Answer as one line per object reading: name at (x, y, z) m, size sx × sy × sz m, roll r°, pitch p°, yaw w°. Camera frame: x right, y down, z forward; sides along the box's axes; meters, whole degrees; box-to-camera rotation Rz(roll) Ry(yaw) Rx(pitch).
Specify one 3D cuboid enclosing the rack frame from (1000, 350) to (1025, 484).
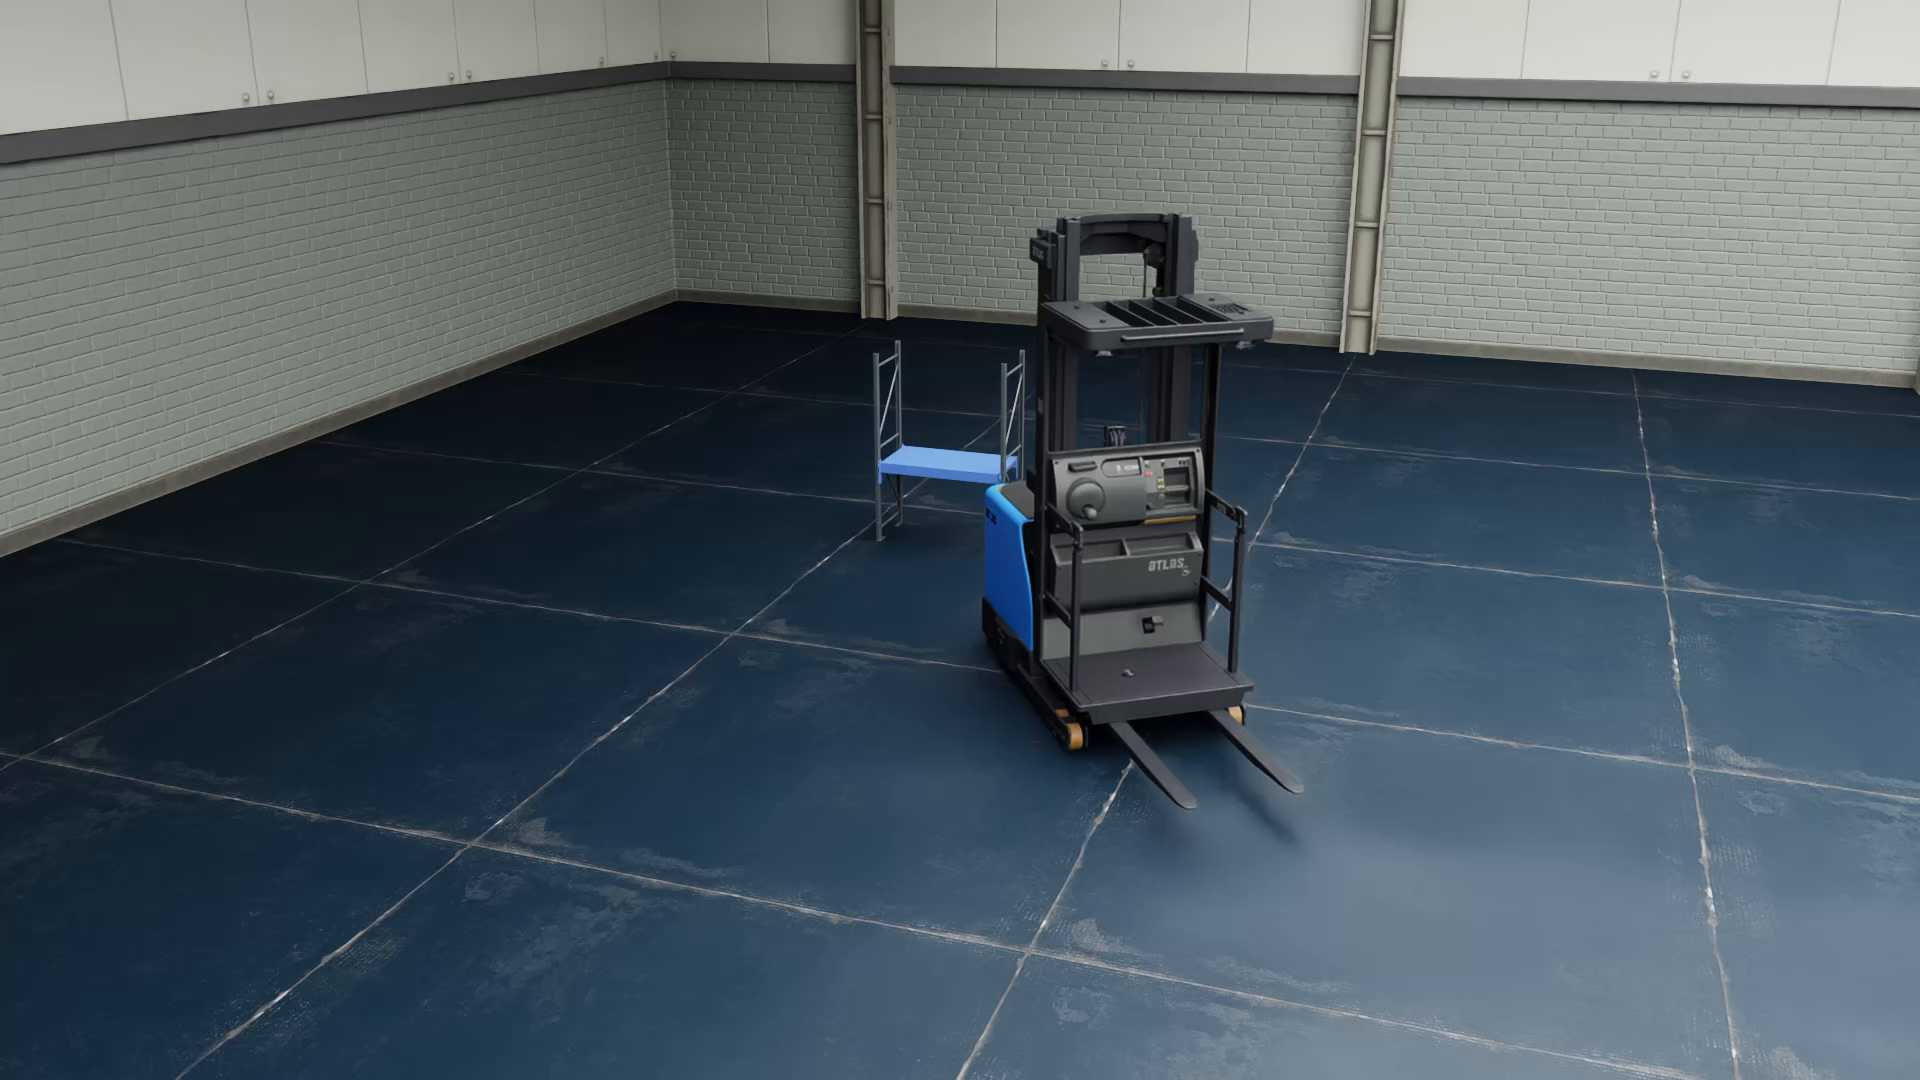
rack frame at (0.400, -0.663, 12.698) m, size 0.032 × 1.500 × 0.500 m, roll 7°, pitch 20°, yaw 18°

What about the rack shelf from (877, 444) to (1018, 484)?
rack shelf at (-0.081, -0.548, 12.915) m, size 1.000 × 0.185 × 0.538 m, roll 7°, pitch 20°, yaw 18°

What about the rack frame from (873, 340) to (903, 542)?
rack frame at (-0.561, -0.772, 13.013) m, size 0.032 × 1.500 × 0.500 m, roll 7°, pitch 20°, yaw 18°

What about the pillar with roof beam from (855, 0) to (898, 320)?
pillar with roof beam at (-2.440, -5.764, 15.941) m, size 0.400 × 9.000 × 9.100 m, roll 7°, pitch 20°, yaw 18°

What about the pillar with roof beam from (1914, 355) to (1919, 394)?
pillar with roof beam at (8.895, -4.468, 12.223) m, size 0.400 × 9.000 × 9.100 m, roll 7°, pitch 20°, yaw 18°

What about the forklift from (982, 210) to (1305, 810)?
forklift at (1.050, -0.312, 9.518) m, size 1.130 × 2.935 × 3.031 m, roll -5°, pitch 20°, yaw -15°

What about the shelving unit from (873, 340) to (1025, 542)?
shelving unit at (-0.081, -0.717, 12.856) m, size 1.048 × 1.500 × 0.538 m, roll 7°, pitch 20°, yaw 18°

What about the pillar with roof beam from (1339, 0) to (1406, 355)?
pillar with roof beam at (3.228, -5.116, 14.082) m, size 0.400 × 9.000 × 9.100 m, roll 7°, pitch 20°, yaw 18°
